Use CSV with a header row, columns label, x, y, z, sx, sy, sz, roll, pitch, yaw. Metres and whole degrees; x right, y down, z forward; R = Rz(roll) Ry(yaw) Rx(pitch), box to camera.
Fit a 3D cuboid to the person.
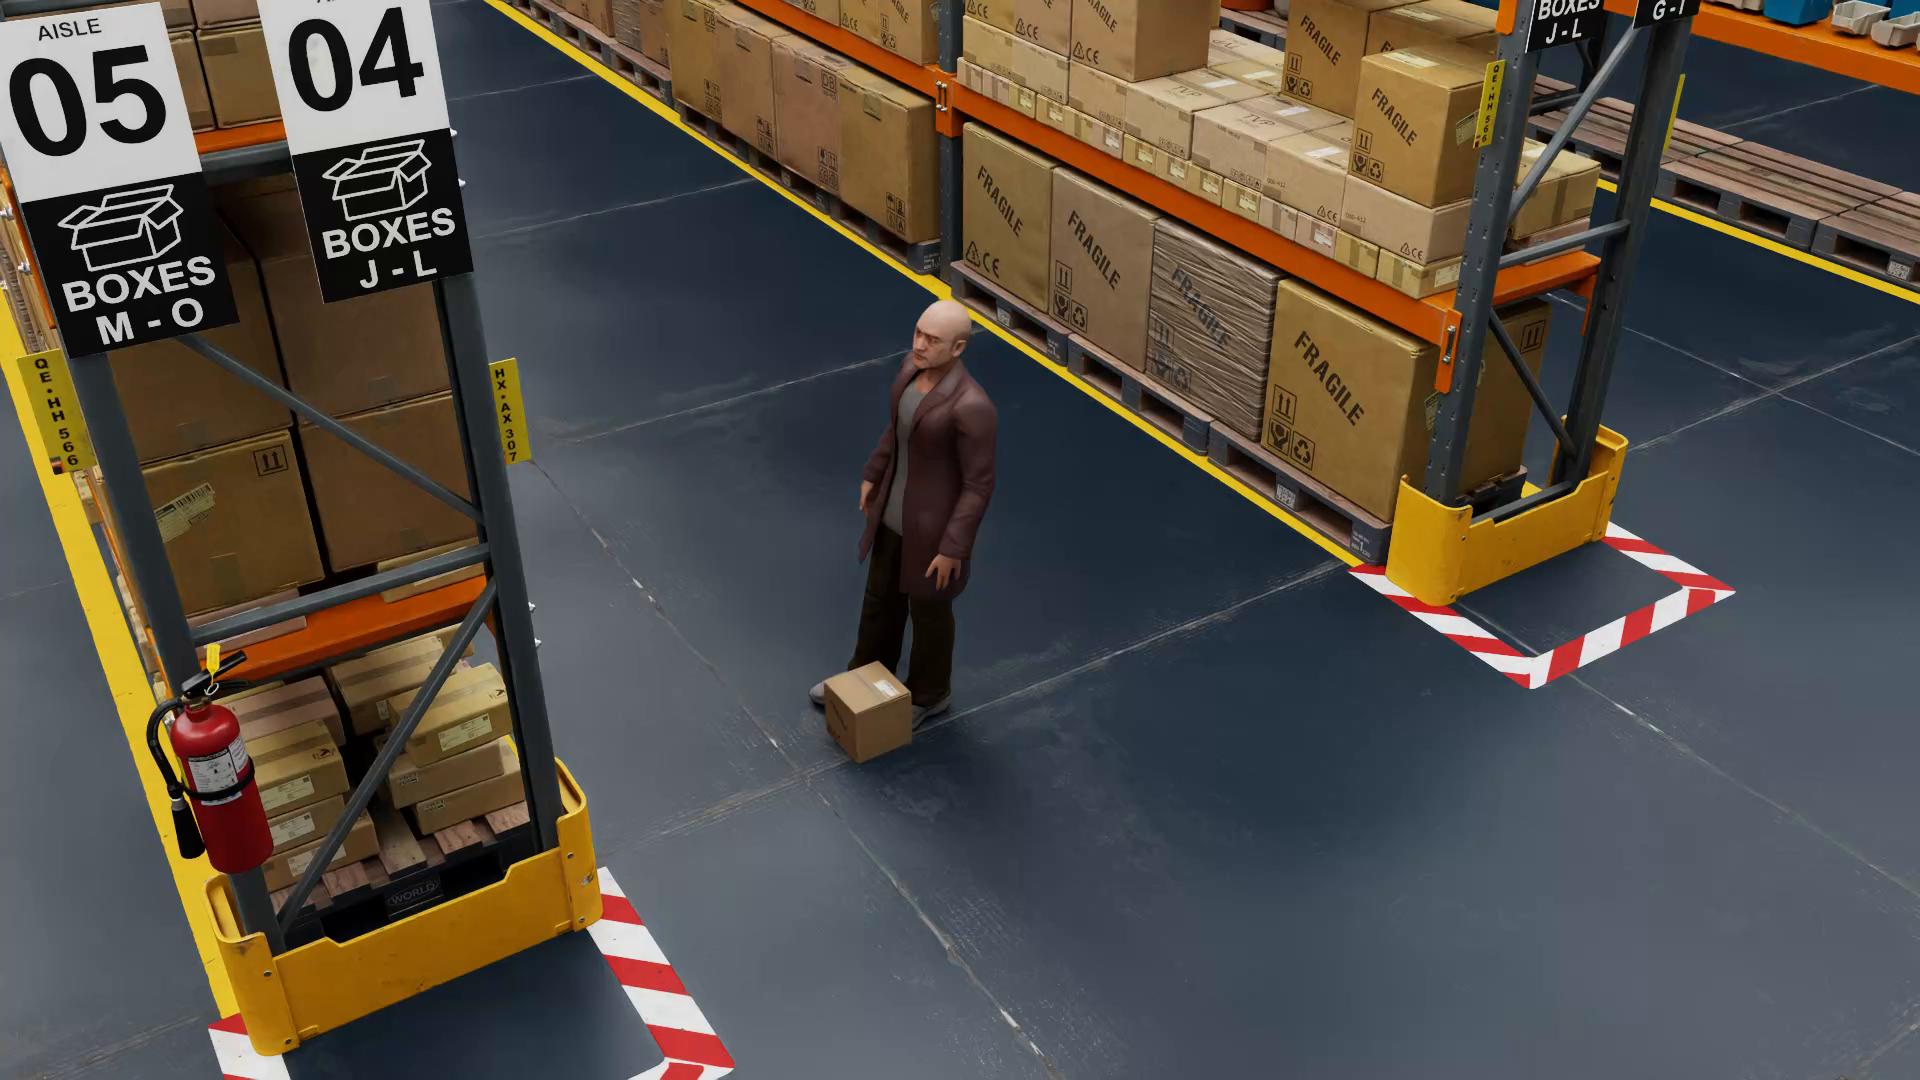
label,x,y,z,sx,sy,sz,roll,pitch,yaw
person,-0.215,-0.009,6.232,0.581,1.687,0.678,-19,37,-27
